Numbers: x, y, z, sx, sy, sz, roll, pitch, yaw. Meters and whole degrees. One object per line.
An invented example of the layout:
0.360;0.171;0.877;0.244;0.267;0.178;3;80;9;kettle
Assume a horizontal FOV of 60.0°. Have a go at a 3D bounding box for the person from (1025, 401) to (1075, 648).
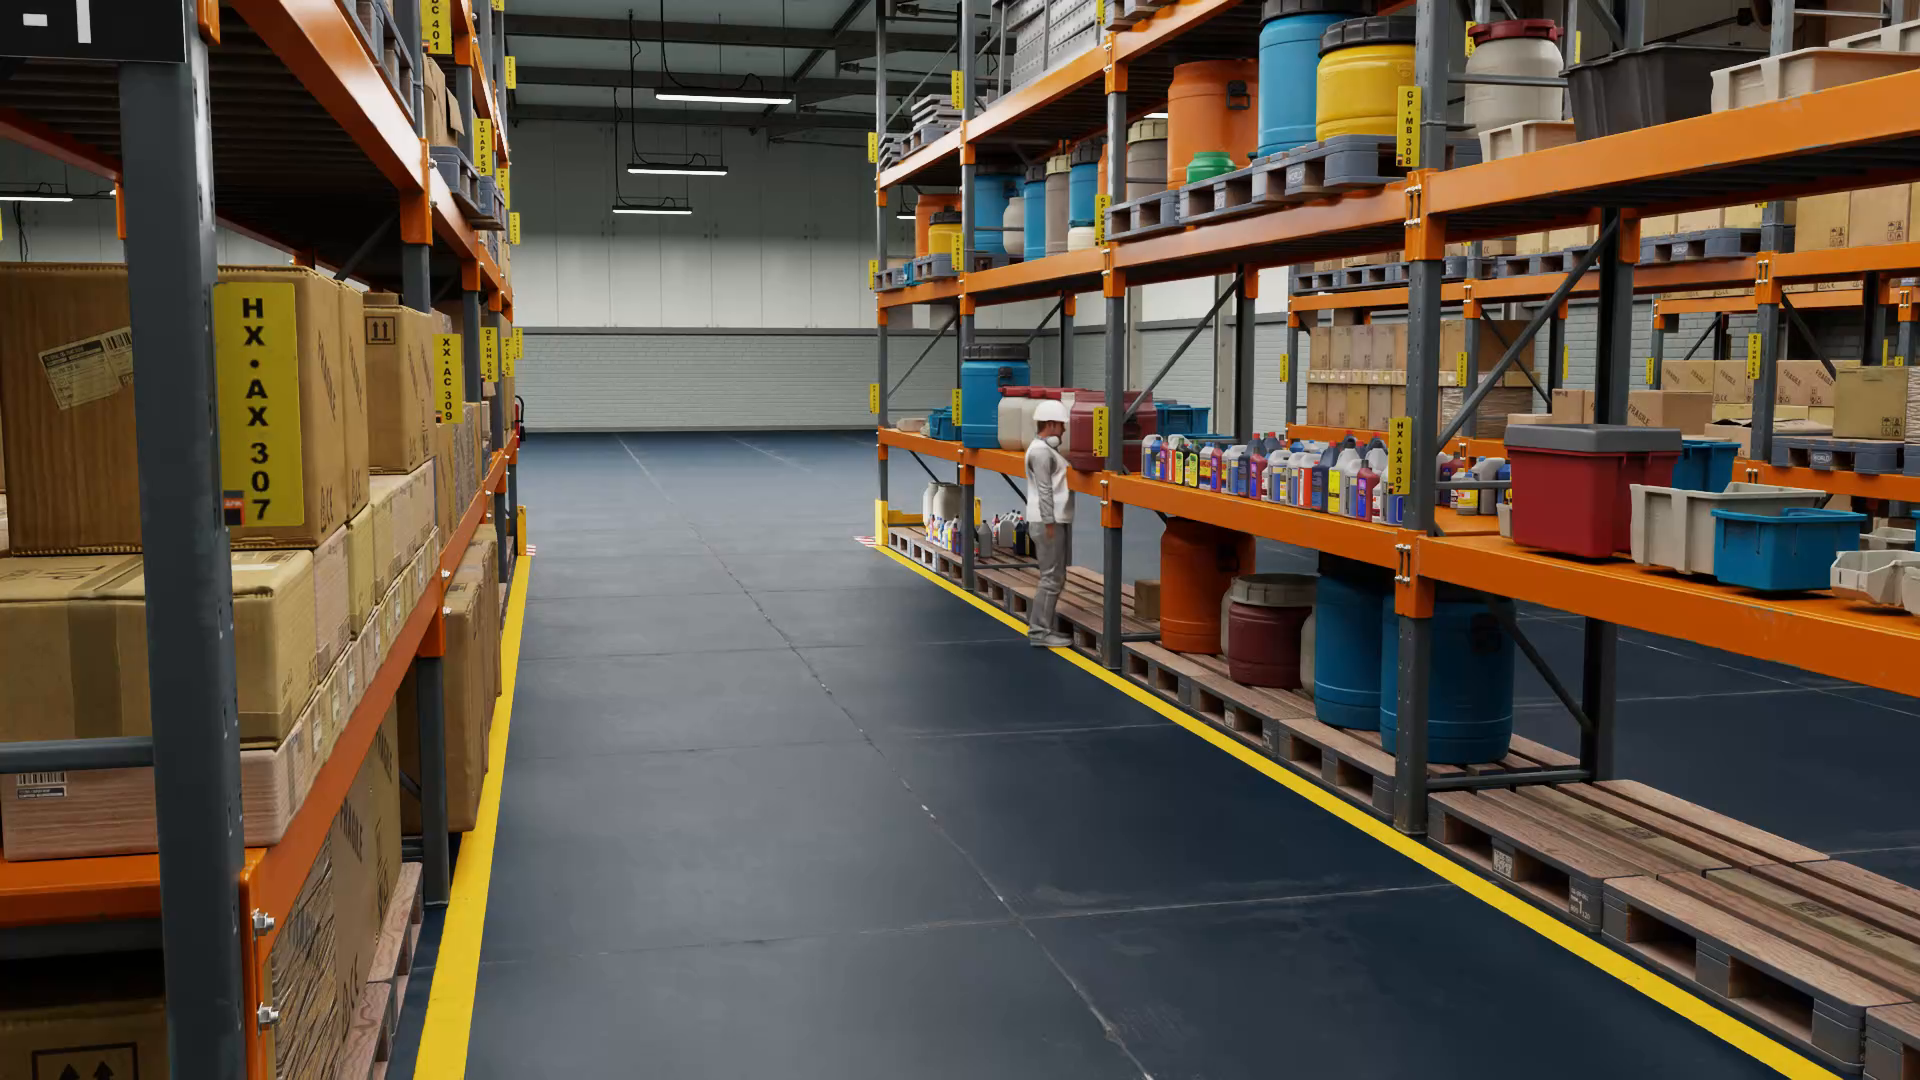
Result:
0.650;-0.122;12.020;0.358;1.765;0.533;1;6;5;person
